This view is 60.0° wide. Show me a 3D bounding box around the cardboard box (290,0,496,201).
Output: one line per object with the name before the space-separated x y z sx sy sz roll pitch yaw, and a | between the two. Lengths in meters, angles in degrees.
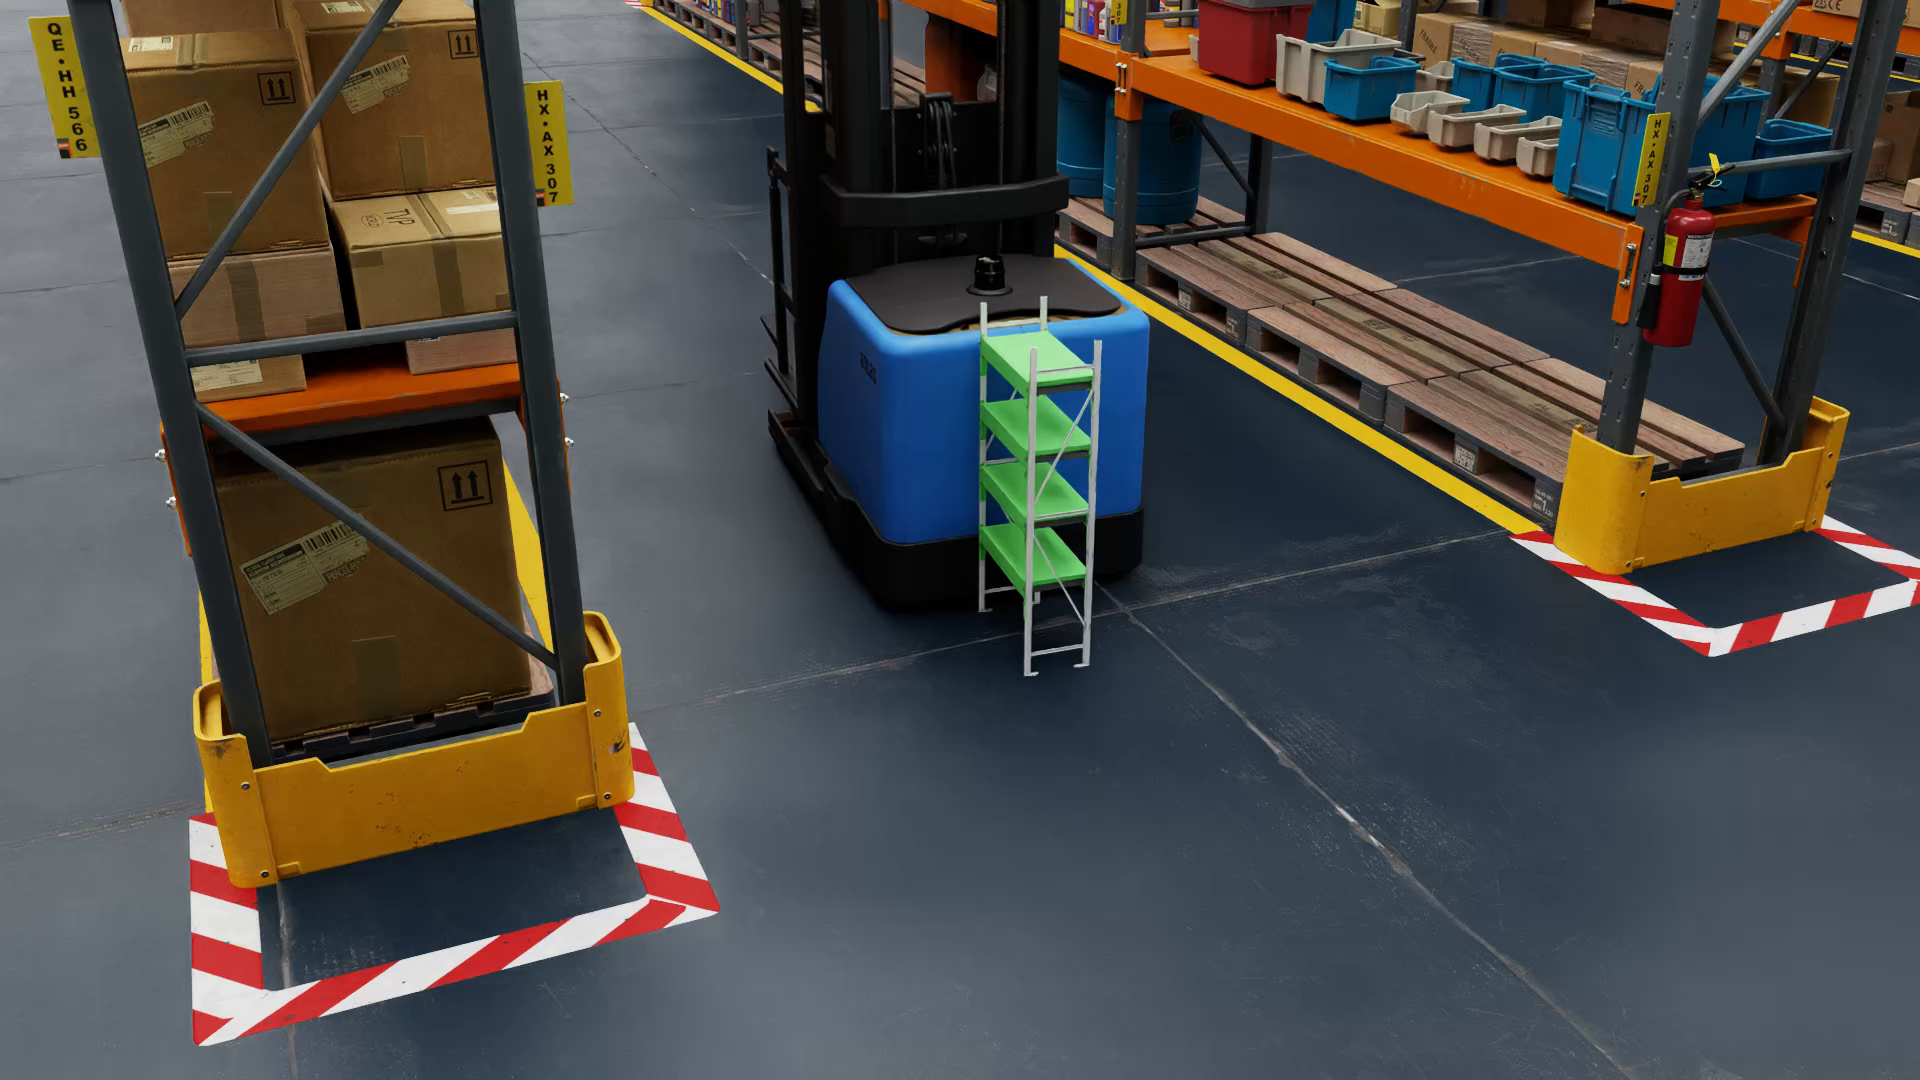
cardboard box | -1.735 -1.373 5.119 0.500 0.500 0.500 -11 28 -22

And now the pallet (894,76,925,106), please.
pallet | -0.443 -3.674 14.035 1.003 0.211 1.213 -11 28 -21

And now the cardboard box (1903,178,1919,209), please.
cardboard box | 6.263 -2.213 10.592 0.380 0.166 0.250 -11 28 -21

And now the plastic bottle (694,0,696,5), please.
plastic bottle | -2.885 -6.024 18.277 0.097 0.271 0.097 0 26 0

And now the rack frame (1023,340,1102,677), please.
rack frame | 0.337 -0.082 5.550 0.240 1.200 0.015 -8 27 -16

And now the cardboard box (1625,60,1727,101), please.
cardboard box | 5.307 -3.268 12.372 0.500 0.500 0.500 -10 28 -20

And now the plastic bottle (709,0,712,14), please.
plastic bottle | -2.633 -5.763 17.743 0.097 0.271 0.097 0 26 0

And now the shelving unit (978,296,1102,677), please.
shelving unit | 0.261 -0.184 5.759 0.258 1.200 0.503 -8 27 -16

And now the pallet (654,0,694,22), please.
pallet | -2.922 -6.233 19.275 1.003 0.211 1.213 -11 28 -21

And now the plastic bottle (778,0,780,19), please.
plastic bottle | -1.809 -5.602 17.323 0.144 0.351 0.185 -11 28 -21

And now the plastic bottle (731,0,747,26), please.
plastic bottle | -2.260 -5.440 16.992 0.144 0.351 0.185 -11 28 -22

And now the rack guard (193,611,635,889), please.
rack guard | -1.591 0.606 4.940 1.175 0.500 0.348 -11 28 -21

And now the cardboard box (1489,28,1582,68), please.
cardboard box | 4.701 -3.885 13.636 0.500 0.500 0.500 -11 28 -21

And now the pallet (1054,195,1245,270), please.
pallet | 1.127 -2.059 10.726 1.003 0.211 1.213 -11 28 -21

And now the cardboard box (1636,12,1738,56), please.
cardboard box | 5.593 -3.895 12.801 0.500 0.250 0.500 -11 28 -20

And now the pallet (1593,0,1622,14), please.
pallet | 7.680 -6.358 19.531 1.003 0.211 1.213 -11 28 -21

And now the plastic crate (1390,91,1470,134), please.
plastic crate | 2.107 -1.929 7.514 0.298 0.136 0.250 -11 28 -21

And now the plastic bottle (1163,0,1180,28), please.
plastic bottle | 1.309 -3.275 10.265 0.097 0.201 0.097 0 26 0

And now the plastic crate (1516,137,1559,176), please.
plastic crate | 2.471 -1.585 6.809 0.396 0.136 0.243 -11 28 -21

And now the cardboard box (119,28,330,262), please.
cardboard box | -2.033 -1.082 4.524 0.500 0.500 0.500 -10 28 -20

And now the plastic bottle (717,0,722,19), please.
plastic bottle | -2.461 -5.648 17.418 0.144 0.351 0.185 -11 28 -21

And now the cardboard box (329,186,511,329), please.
cardboard box | -1.540 -0.834 4.871 0.500 0.250 0.500 -11 28 -22

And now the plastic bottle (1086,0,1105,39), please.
plastic bottle | 0.806 -3.130 9.874 0.061 0.283 0.133 -11 28 -21

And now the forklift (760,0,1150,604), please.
forklift | -0.240 -1.709 6.909 1.130 2.935 3.031 -8 27 -16

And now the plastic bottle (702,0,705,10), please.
plastic bottle | -2.751 -5.885 17.993 0.097 0.271 0.097 0 26 0

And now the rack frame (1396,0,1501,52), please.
rack frame | 4.384 -5.457 14.509 1.000 3.000 0.127 -11 28 -21

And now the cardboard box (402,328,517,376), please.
cardboard box | -1.435 -0.614 4.876 0.380 0.149 0.250 -10 28 -20

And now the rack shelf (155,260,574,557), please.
rack shelf | -2.383 -1.011 6.223 1.077 0.370 4.000 -11 28 -21

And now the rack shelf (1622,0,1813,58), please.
rack shelf | 5.167 -4.327 13.013 1.077 0.370 4.000 -11 28 -21

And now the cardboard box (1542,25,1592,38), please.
cardboard box | 5.168 -3.986 13.842 0.500 0.500 0.500 -12 28 -22

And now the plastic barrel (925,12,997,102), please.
plastic barrel | 0.032 -3.627 12.754 0.600 0.830 0.708 -11 28 -21

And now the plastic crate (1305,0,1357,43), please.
plastic crate | 1.888 -2.883 9.186 0.392 0.384 0.575 -11 28 -21

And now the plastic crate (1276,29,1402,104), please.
plastic crate | 1.819 -2.319 8.147 0.437 0.282 0.530 -11 28 -21

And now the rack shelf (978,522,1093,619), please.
rack shelf | 0.261 0.089 5.892 0.258 0.148 0.480 -8 27 -16

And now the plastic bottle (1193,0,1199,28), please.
plastic bottle | 1.487 -3.293 10.223 0.097 0.271 0.097 0 26 0

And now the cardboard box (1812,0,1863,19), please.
cardboard box | 5.899 -3.635 10.662 0.500 0.500 0.500 -10 28 -19

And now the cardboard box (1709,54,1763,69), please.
cardboard box | 5.766 -3.368 12.576 0.500 0.500 0.500 -10 28 -20

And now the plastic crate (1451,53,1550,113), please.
plastic crate | 2.530 -2.139 7.834 0.416 0.233 0.300 -11 28 -21

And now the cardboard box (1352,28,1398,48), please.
cardboard box | 3.953 -4.581 15.369 0.500 0.250 0.500 -10 28 -19

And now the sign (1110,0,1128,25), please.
sign | 0.884 -3.024 9.209 0.100 0.325 0.005 -11 28 -21

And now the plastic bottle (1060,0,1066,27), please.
plastic bottle | 0.657 -3.360 10.270 0.144 0.351 0.185 -11 28 -21

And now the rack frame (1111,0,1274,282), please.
rack frame | 1.391 -2.993 9.461 1.000 3.000 0.127 -11 28 -21

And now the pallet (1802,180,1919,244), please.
pallet | 6.218 -2.312 11.245 1.003 0.211 1.213 -11 28 -21

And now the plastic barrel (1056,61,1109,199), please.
plastic barrel | 0.916 -2.747 10.871 0.600 0.901 0.708 -11 28 -21

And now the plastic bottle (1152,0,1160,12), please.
plastic bottle | 1.292 -3.521 10.675 0.061 0.283 0.133 -11 28 -21

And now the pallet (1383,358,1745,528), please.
pallet | 2.670 -0.465 7.461 1.003 0.211 1.213 -11 28 -21

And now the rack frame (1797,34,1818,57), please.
rack frame | 8.940 -6.310 16.255 1.000 3.000 0.127 -11 28 -21

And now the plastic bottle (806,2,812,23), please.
plastic bottle | -1.543 -5.449 17.179 0.097 0.201 0.097 0 26 0
